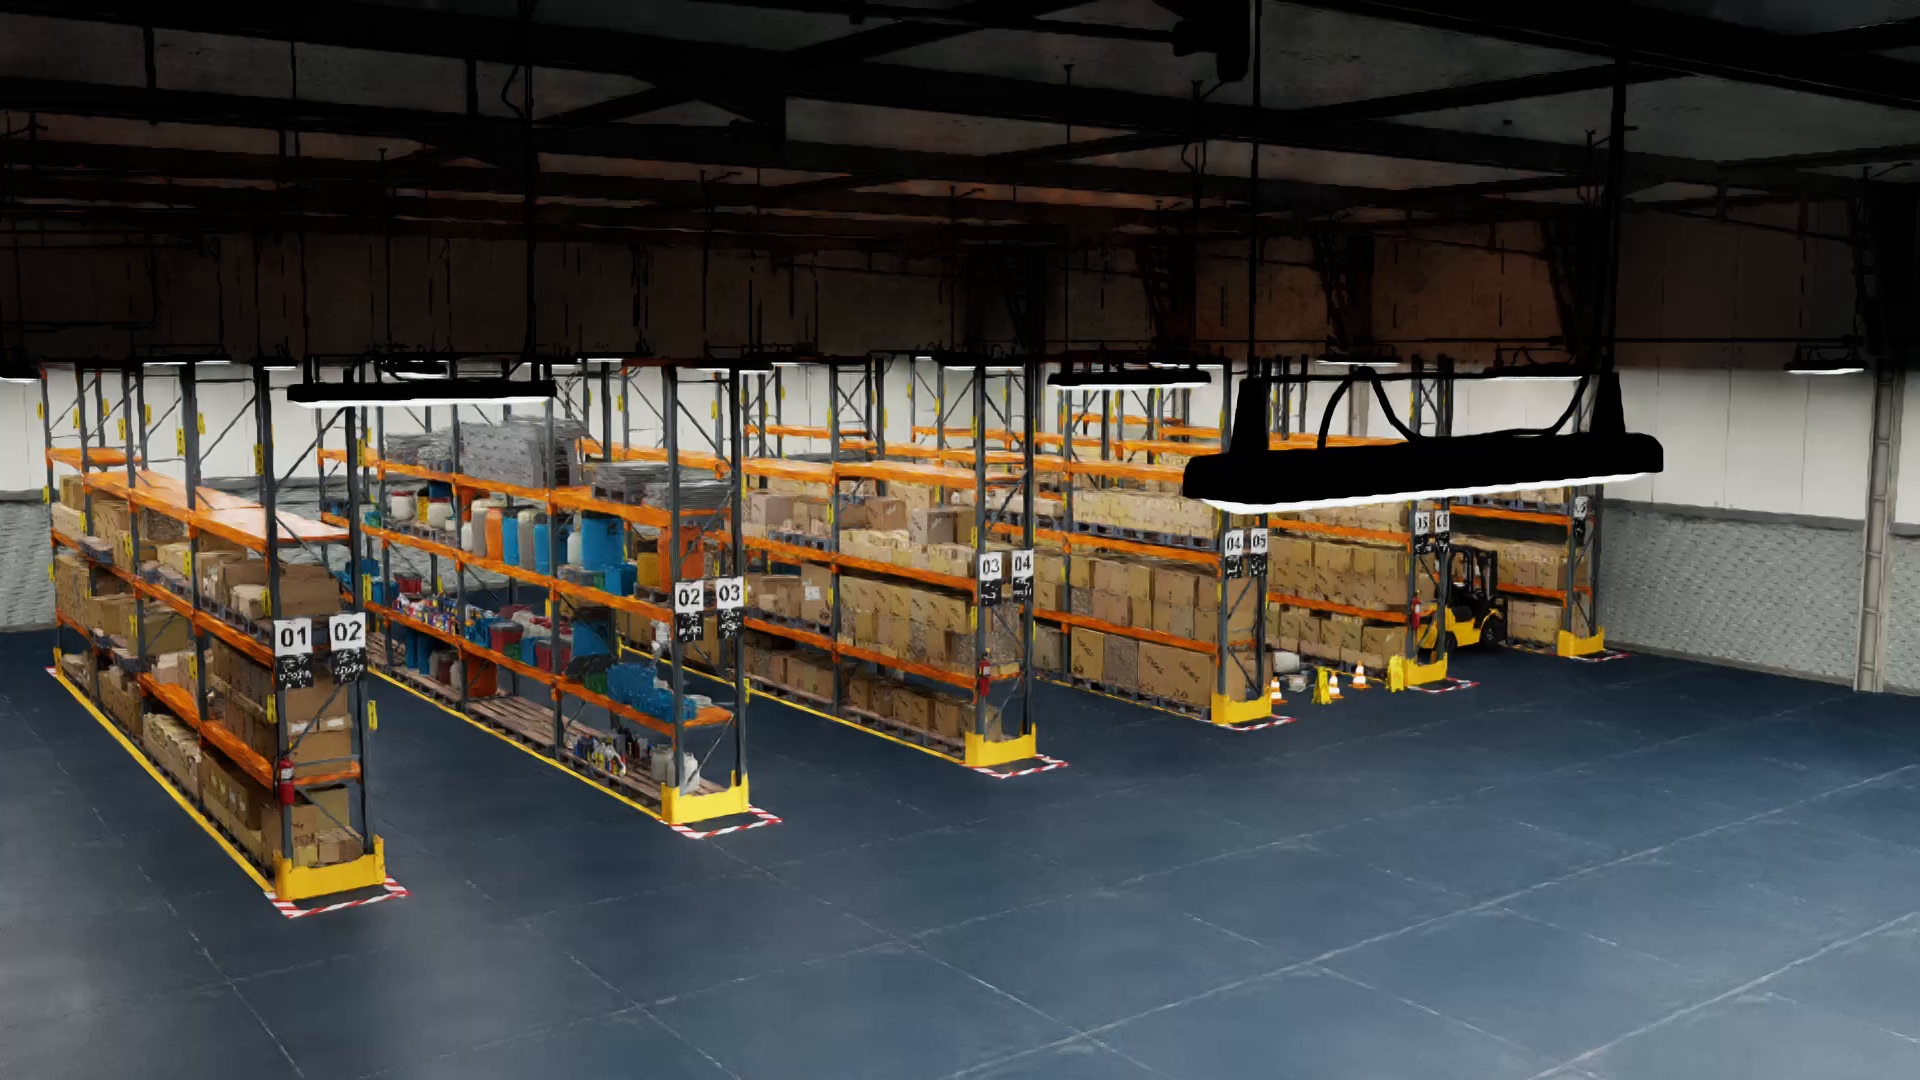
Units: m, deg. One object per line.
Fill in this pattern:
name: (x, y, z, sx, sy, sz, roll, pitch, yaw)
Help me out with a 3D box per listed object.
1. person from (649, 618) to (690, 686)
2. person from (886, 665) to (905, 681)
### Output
person: (-5.397, 1.813, 30.515, 0.566, 1.704, 1.122, -5, 8, -34)
person: (-1.144, 1.865, 29.885, 0.589, 1.759, 0.478, 3, 8, 25)
